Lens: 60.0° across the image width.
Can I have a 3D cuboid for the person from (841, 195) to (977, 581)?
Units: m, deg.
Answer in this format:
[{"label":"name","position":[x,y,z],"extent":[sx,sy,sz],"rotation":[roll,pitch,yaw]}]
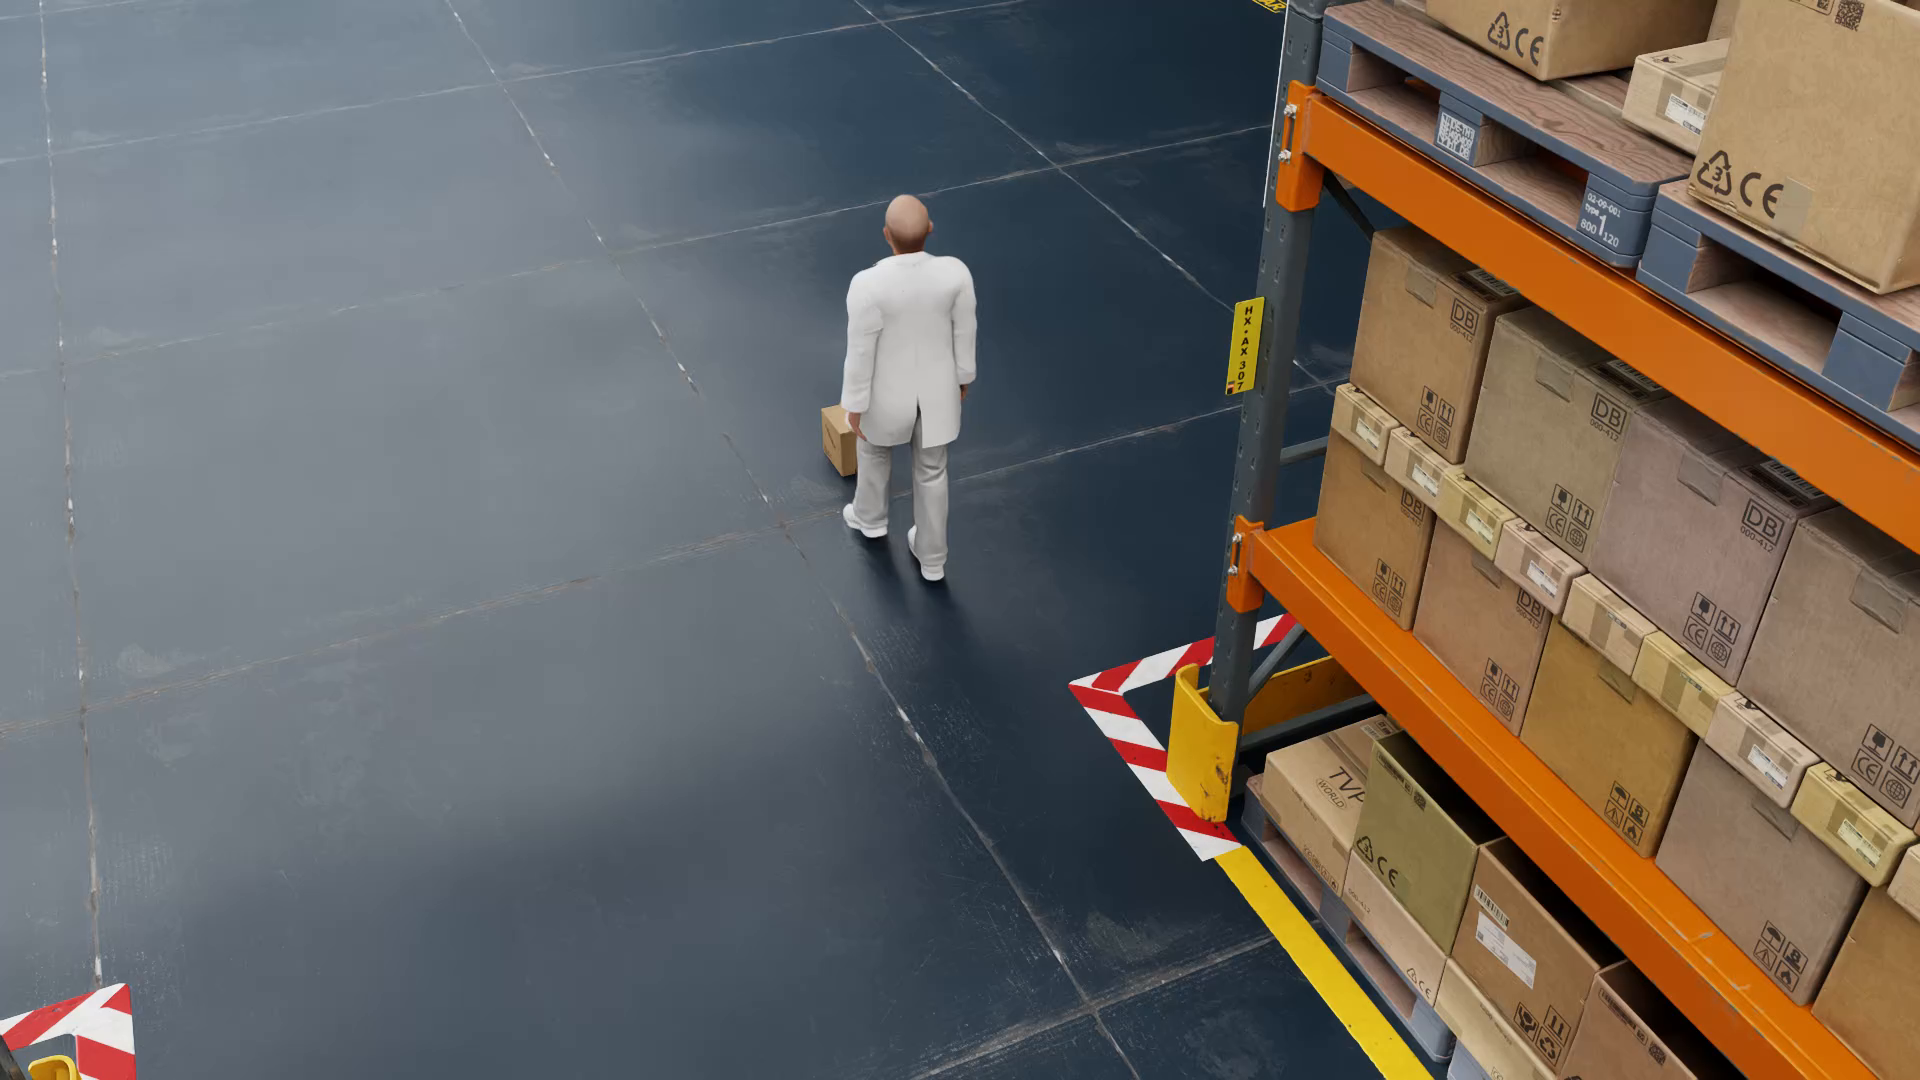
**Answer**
[{"label":"person","position":[-0.251,-0.694,7.100],"extent":[0.610,1.807,0.697],"rotation":[-9,38,-12]}]
